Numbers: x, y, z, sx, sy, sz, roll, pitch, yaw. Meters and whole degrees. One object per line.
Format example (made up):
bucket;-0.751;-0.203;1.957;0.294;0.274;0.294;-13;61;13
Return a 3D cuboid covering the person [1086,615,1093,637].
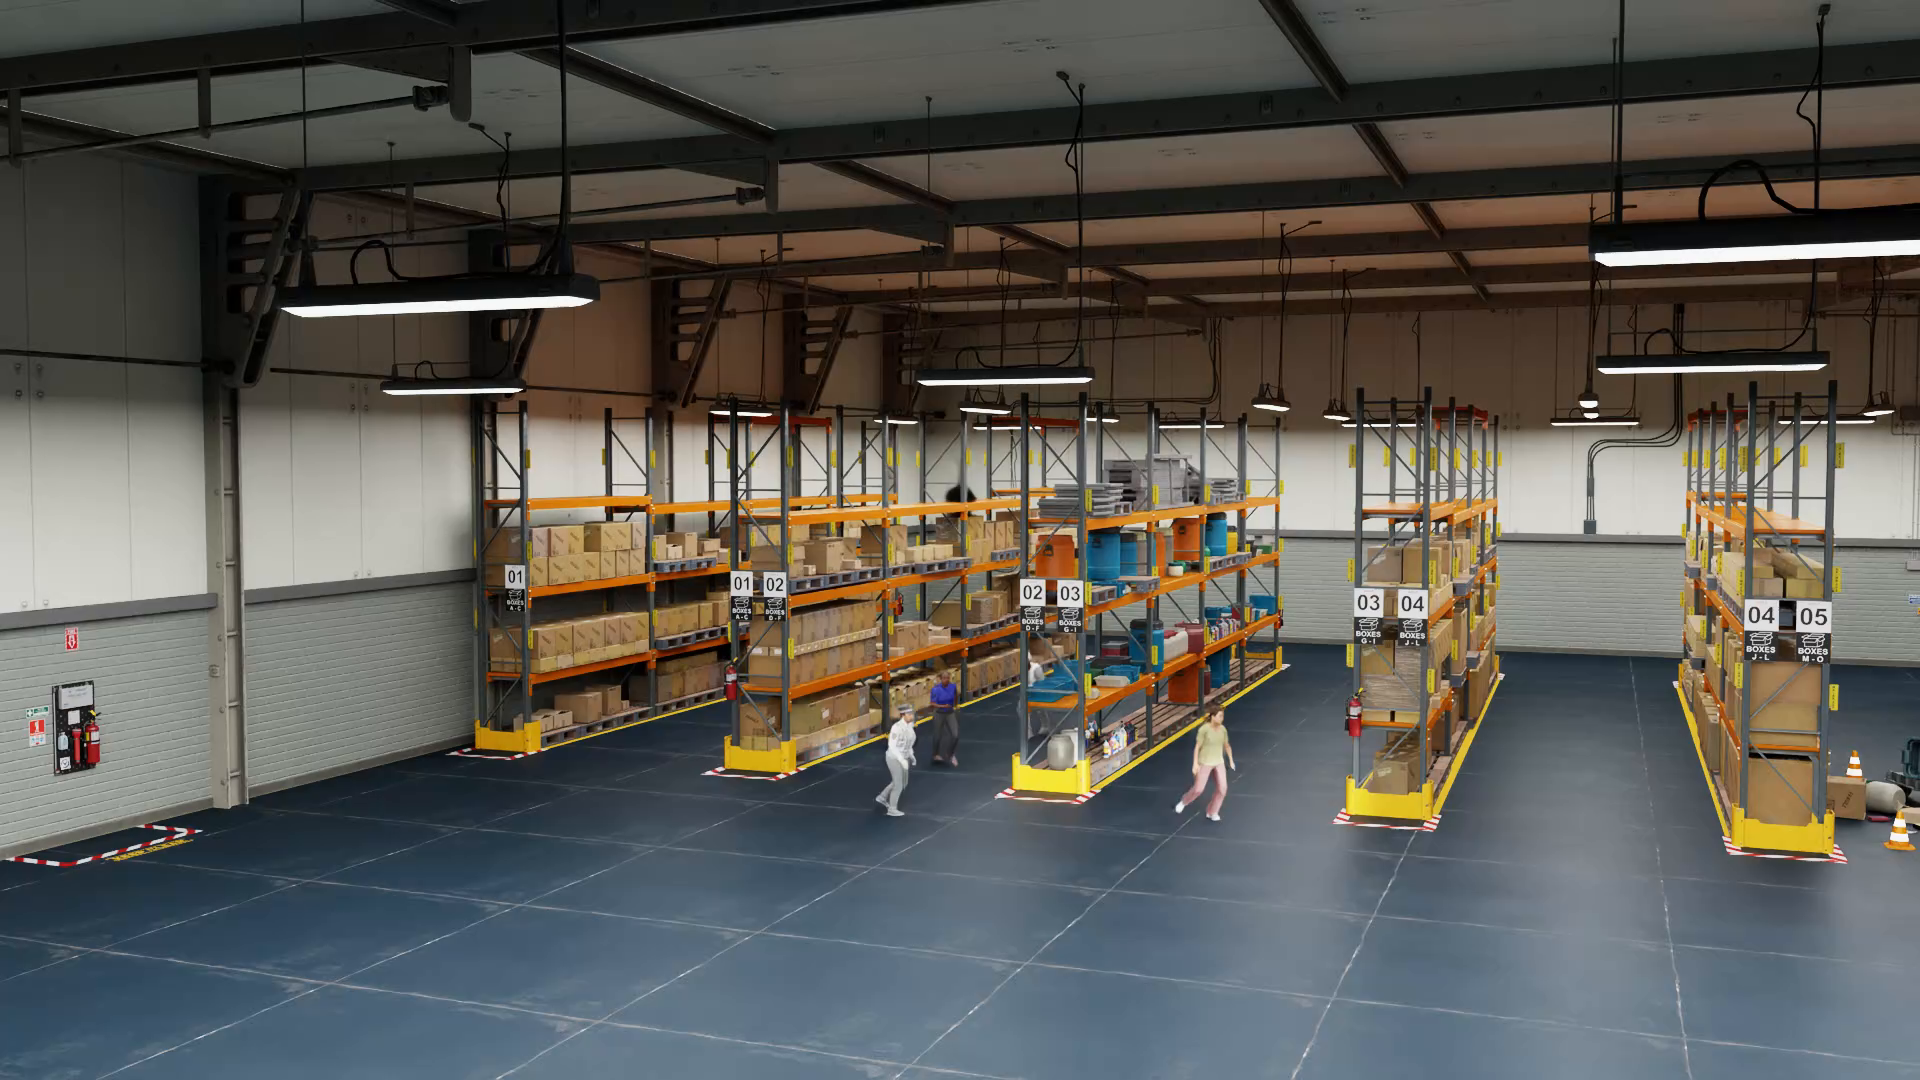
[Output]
person;3.220;2.105;43.256;0.610;1.582;0.545;-1;3;-17

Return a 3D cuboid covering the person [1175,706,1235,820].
person;3.400;3.075;23.107;0.714;1.598;0.630;-1;3;-18

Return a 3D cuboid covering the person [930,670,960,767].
person;-0.241;2.896;27.109;0.576;1.597;0.937;-1;3;-16

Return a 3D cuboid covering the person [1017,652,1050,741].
person;1.333;2.737;29.588;0.713;1.598;1.097;2;3;35

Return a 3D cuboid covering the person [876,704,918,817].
person;-0.912;3.063;23.299;0.700;1.606;0.579;2;3;30
